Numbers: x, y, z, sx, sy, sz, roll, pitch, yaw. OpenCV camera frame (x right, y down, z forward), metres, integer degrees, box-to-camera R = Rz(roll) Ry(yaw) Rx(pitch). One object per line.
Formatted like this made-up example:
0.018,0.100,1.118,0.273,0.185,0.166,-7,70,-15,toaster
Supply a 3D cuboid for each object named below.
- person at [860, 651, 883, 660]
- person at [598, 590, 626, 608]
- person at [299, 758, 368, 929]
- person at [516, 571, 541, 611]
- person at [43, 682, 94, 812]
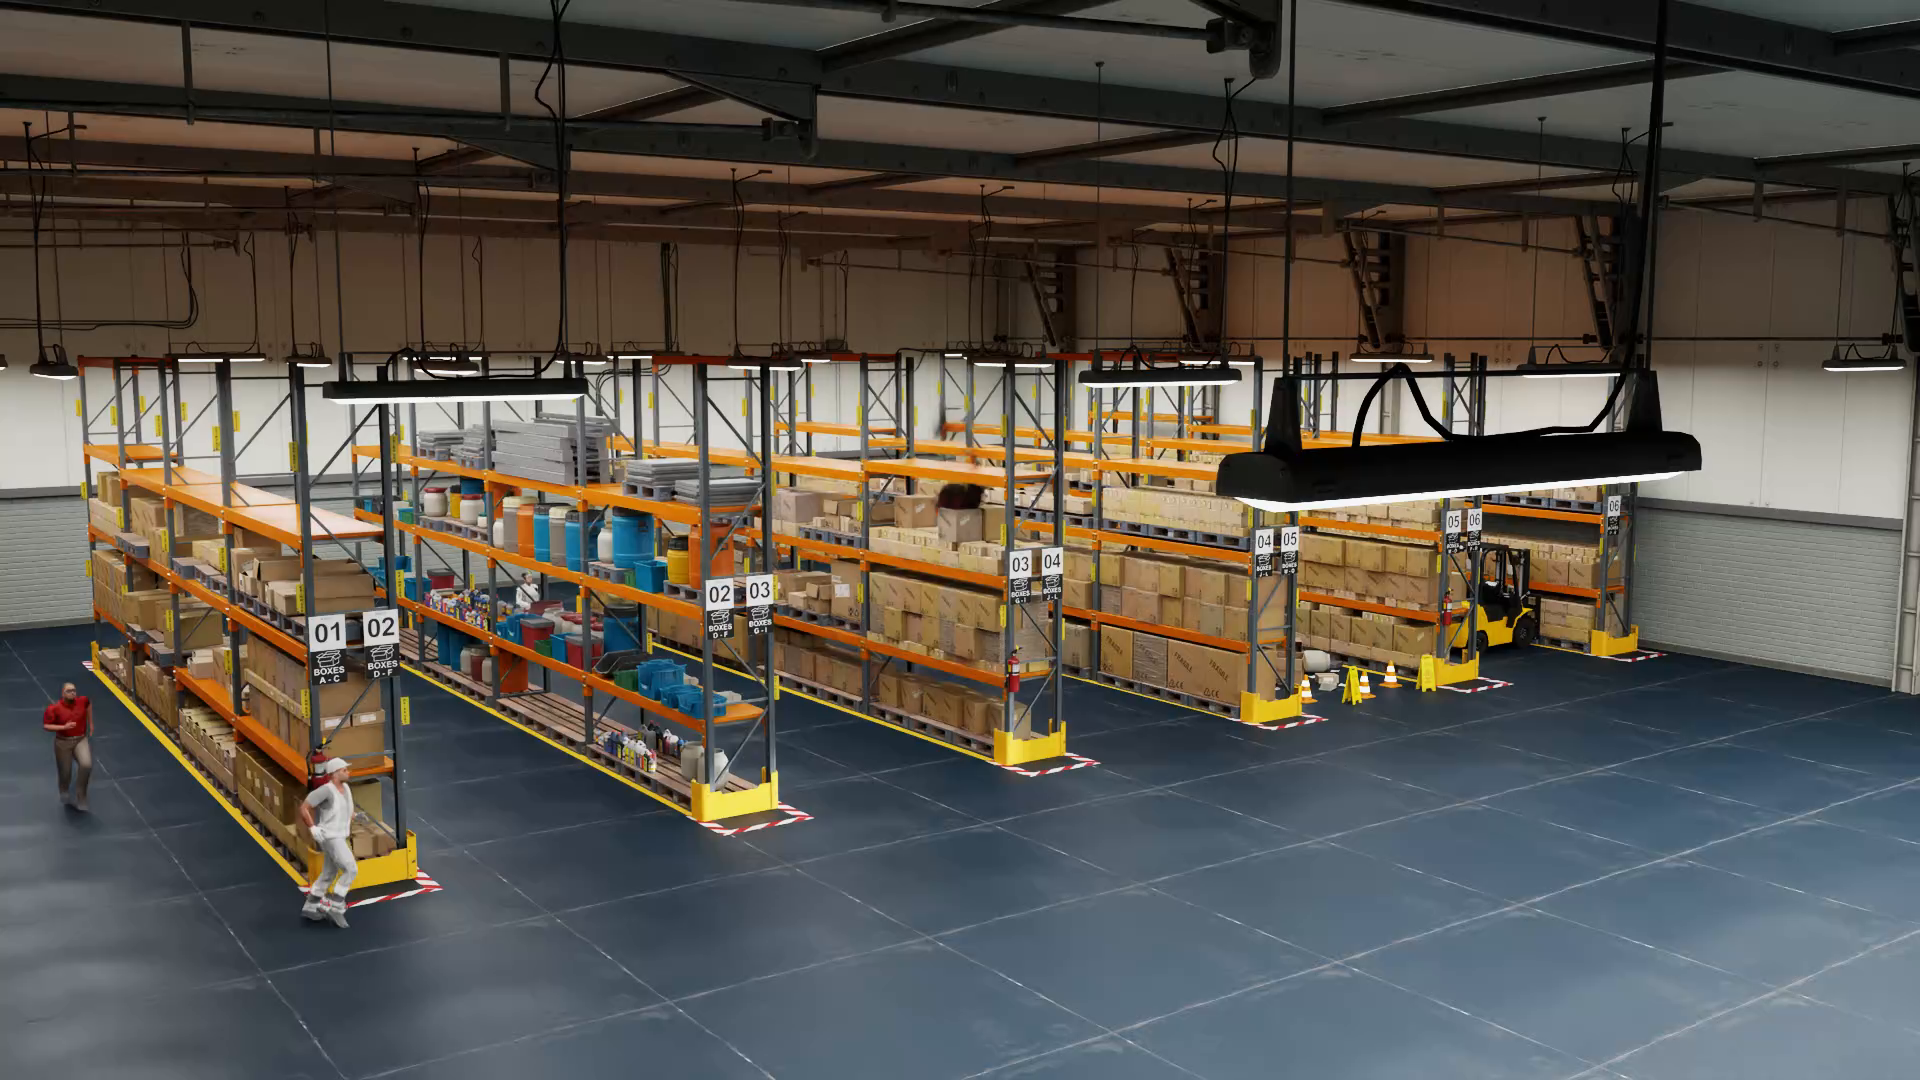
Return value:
-1.671,1.539,32.166,0.684,1.801,0.908,-6,9,-43,person
-6.985,1.464,33.510,0.573,1.659,0.904,-5,8,-35,person
-6.816,3.279,18.138,0.712,1.793,0.697,0,7,1,person
-8.658,1.442,33.608,0.604,1.659,0.530,-6,9,-40,person
-12.004,2.780,22.442,0.876,1.780,0.686,7,10,44,person
